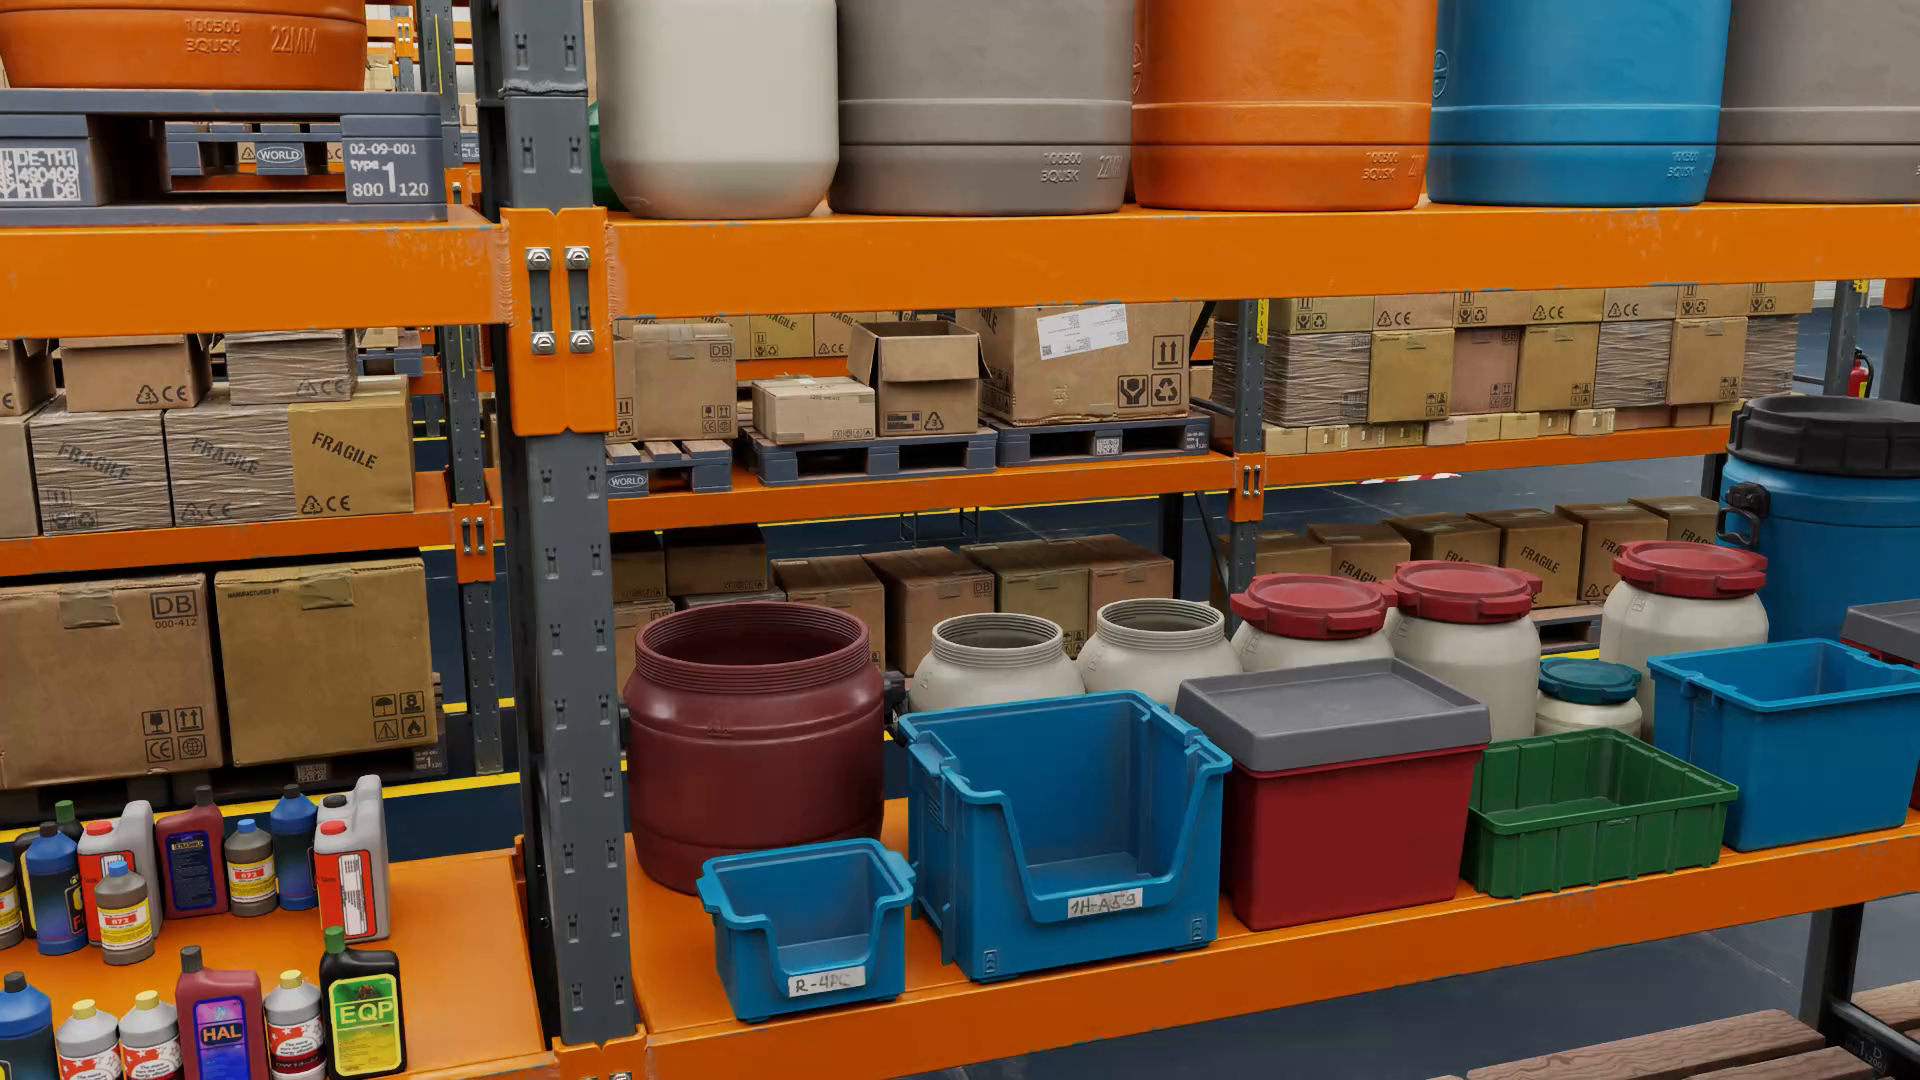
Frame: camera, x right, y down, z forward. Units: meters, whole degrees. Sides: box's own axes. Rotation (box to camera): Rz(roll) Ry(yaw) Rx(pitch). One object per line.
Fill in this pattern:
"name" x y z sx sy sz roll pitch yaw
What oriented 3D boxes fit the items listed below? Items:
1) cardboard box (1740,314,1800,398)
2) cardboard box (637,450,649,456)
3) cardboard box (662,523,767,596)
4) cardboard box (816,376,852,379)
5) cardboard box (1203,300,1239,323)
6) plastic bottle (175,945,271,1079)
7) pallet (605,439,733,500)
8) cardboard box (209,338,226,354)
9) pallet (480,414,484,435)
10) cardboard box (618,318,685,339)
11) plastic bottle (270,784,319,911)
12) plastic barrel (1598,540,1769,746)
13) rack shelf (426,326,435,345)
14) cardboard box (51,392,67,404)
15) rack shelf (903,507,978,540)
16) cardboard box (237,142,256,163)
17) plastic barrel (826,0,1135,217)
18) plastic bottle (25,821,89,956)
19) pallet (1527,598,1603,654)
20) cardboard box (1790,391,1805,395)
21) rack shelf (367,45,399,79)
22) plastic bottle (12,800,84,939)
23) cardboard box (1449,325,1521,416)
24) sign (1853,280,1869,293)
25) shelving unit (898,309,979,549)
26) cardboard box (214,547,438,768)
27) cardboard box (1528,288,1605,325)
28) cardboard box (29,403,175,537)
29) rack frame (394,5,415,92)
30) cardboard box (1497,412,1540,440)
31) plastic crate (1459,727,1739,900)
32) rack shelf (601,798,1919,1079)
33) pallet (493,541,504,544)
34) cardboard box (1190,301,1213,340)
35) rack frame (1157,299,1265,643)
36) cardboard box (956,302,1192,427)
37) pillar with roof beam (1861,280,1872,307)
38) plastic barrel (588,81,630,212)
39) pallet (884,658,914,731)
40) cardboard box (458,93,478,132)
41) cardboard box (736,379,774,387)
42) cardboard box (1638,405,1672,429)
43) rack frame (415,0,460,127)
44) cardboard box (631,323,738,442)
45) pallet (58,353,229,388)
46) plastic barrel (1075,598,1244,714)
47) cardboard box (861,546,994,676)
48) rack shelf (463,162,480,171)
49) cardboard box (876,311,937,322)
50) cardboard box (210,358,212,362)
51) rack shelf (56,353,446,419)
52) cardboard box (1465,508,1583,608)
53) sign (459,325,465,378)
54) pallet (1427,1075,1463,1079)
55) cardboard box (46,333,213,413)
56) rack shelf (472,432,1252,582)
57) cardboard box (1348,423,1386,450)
"cardboard box" 4.654 -1.196 10.329 0.500 0.500 0.875 -4 14 -18
"cardboard box" -2.451 -0.742 13.235 0.750 0.750 1.050 -4 14 -17
"cardboard box" -1.273 0.093 8.599 0.500 0.250 0.500 -3 14 -12
"cardboard box" -1.172 -1.679 16.986 0.500 0.500 0.500 -4 14 -18
"cardboard box" 1.731 -1.515 9.511 0.500 0.500 0.500 -4 14 -18
"plastic bottle" -1.285 0.837 2.894 0.133 0.283 0.061 -4 14 -18
"pallet" -1.757 -0.429 8.379 1.003 0.211 1.213 -4 14 -18
"cardboard box" -5.177 -1.412 11.732 0.250 0.149 0.380 -5 14 -21
"pallet" -4.818 -1.321 17.739 1.213 0.211 1.003 -4 14 -18
"cardboard box" -2.414 -1.640 12.838 0.500 0.500 0.500 -4 14 -18
"plastic bottle" -1.451 0.666 3.639 0.097 0.271 0.097 0 13 0
"plastic barrel" 1.996 0.301 4.602 0.433 0.535 0.433 0 13 0
"rack shelf" -3.663 -2.418 17.879 4.000 0.370 1.077 -4 14 -18
"cardboard box" -3.918 -0.442 7.802 0.500 0.500 0.500 -5 14 -19
"rack shelf" -0.157 -0.315 12.514 0.480 0.518 0.431 -4 14 -18
"cardboard box" -4.814 -2.912 11.705 0.500 0.500 0.500 -4 14 -18
"plastic barrel" 0.029 -1.076 3.120 0.600 0.901 0.600 0 13 0
"plastic bottle" -1.870 0.713 3.439 0.097 0.271 0.097 0 13 0
"pallet" 3.176 0.467 10.225 1.213 0.211 1.003 -4 14 -18
"cardboard box" 4.980 -0.848 10.270 0.250 0.149 0.380 -4 14 -18
"rack shelf" -9.041 -5.935 20.566 4.000 0.370 1.077 -4 14 -18
"plastic bottle" -1.912 0.692 3.505 0.133 0.283 0.061 -4 14 -18
"cardboard box" 2.766 -1.043 9.686 0.500 0.500 0.875 -4 14 -18
"sign" 5.342 -1.631 9.832 0.005 0.325 0.100 -4 14 -18
"shelving unit" -0.157 -1.009 12.348 0.503 2.100 0.431 -4 14 -18
"cardboard box" -3.059 0.429 8.040 0.875 0.875 1.225 -5 14 -21
"cardboard box" 3.318 -1.512 9.499 0.500 0.500 0.500 -4 14 -18
"cardboard box" -3.753 -0.330 7.331 0.500 0.500 0.500 -5 14 -20
"rack frame" -5.559 -5.539 16.481 0.127 3.000 1.000 -4 14 -18
"cardboard box" 3.110 -0.683 9.575 0.250 0.149 0.380 -4 14 -18
"plastic crate" 1.412 0.638 3.936 0.662 0.188 0.450 -4 14 -18
"rack shelf" 1.077 0.842 4.175 4.000 0.370 1.077 -4 14 -18
"pallet" -3.113 -0.227 13.140 1.213 0.211 1.003 -4 14 -18
"cardboard box" 1.786 -2.061 14.499 0.500 0.550 0.875 -4 14 -18
"rack frame" 1.393 -0.742 9.279 0.127 3.000 1.000 -4 14 -18
"cardboard box" 0.595 -1.210 9.043 1.000 1.000 1.000 -4 14 -18
"pillar with roof beam" 17.922 -7.748 25.770 0.400 9.000 9.100 -4 14 -18
"plastic barrel" -0.601 -0.773 3.266 0.294 0.245 0.294 0 13 0
"pallet" -0.503 0.764 8.977 1.213 0.211 1.003 -4 14 -18
"cardboard box" -6.381 -5.469 21.332 0.500 0.500 0.500 -4 14 -18
"cardboard box" -2.264 -1.802 18.507 0.625 0.372 0.950 -4 14 -17
"cardboard box" 4.030 -0.776 9.966 0.250 0.149 0.380 -4 14 -18
"rack frame" -2.398 -3.365 7.344 0.127 3.000 1.000 -4 14 -18
"cardboard box" -1.402 -0.811 8.447 0.500 0.500 0.700 -2 14 -10
"pallet" -5.748 -1.293 12.013 1.213 0.211 1.003 -4 14 -18
"plastic barrel" 0.487 0.432 4.105 0.421 0.512 0.421 0 13 0
"cardboard box" -0.184 0.373 9.042 0.500 0.500 0.700 -6 15 -23
"rack shelf" -1.989 -2.799 12.999 4.000 0.370 1.077 -4 14 -18
"cardboard box" -0.503 -1.788 13.464 0.500 0.500 0.500 -5 14 -18
"cardboard box" -7.934 -1.627 16.685 0.875 0.875 0.875 -4 14 -16
"rack shelf" -5.780 -1.044 12.105 4.000 0.370 1.077 -4 14 -18
"cardboard box" 3.432 0.111 10.189 0.500 0.500 0.500 -3 14 -13
"sign" -2.218 -0.888 7.393 0.005 0.325 0.100 -4 14 -18
"pallet" 1.082 1.859 4.373 1.213 0.211 1.003 -4 14 -18
"cardboard box" -3.715 -0.885 7.499 0.637 0.503 0.797 -4 14 -17
"rack shelf" -0.503 -0.244 8.742 4.000 0.370 1.077 -4 14 -18
"cardboard box" 2.162 -0.610 9.266 0.250 0.149 0.380 -4 14 -18
